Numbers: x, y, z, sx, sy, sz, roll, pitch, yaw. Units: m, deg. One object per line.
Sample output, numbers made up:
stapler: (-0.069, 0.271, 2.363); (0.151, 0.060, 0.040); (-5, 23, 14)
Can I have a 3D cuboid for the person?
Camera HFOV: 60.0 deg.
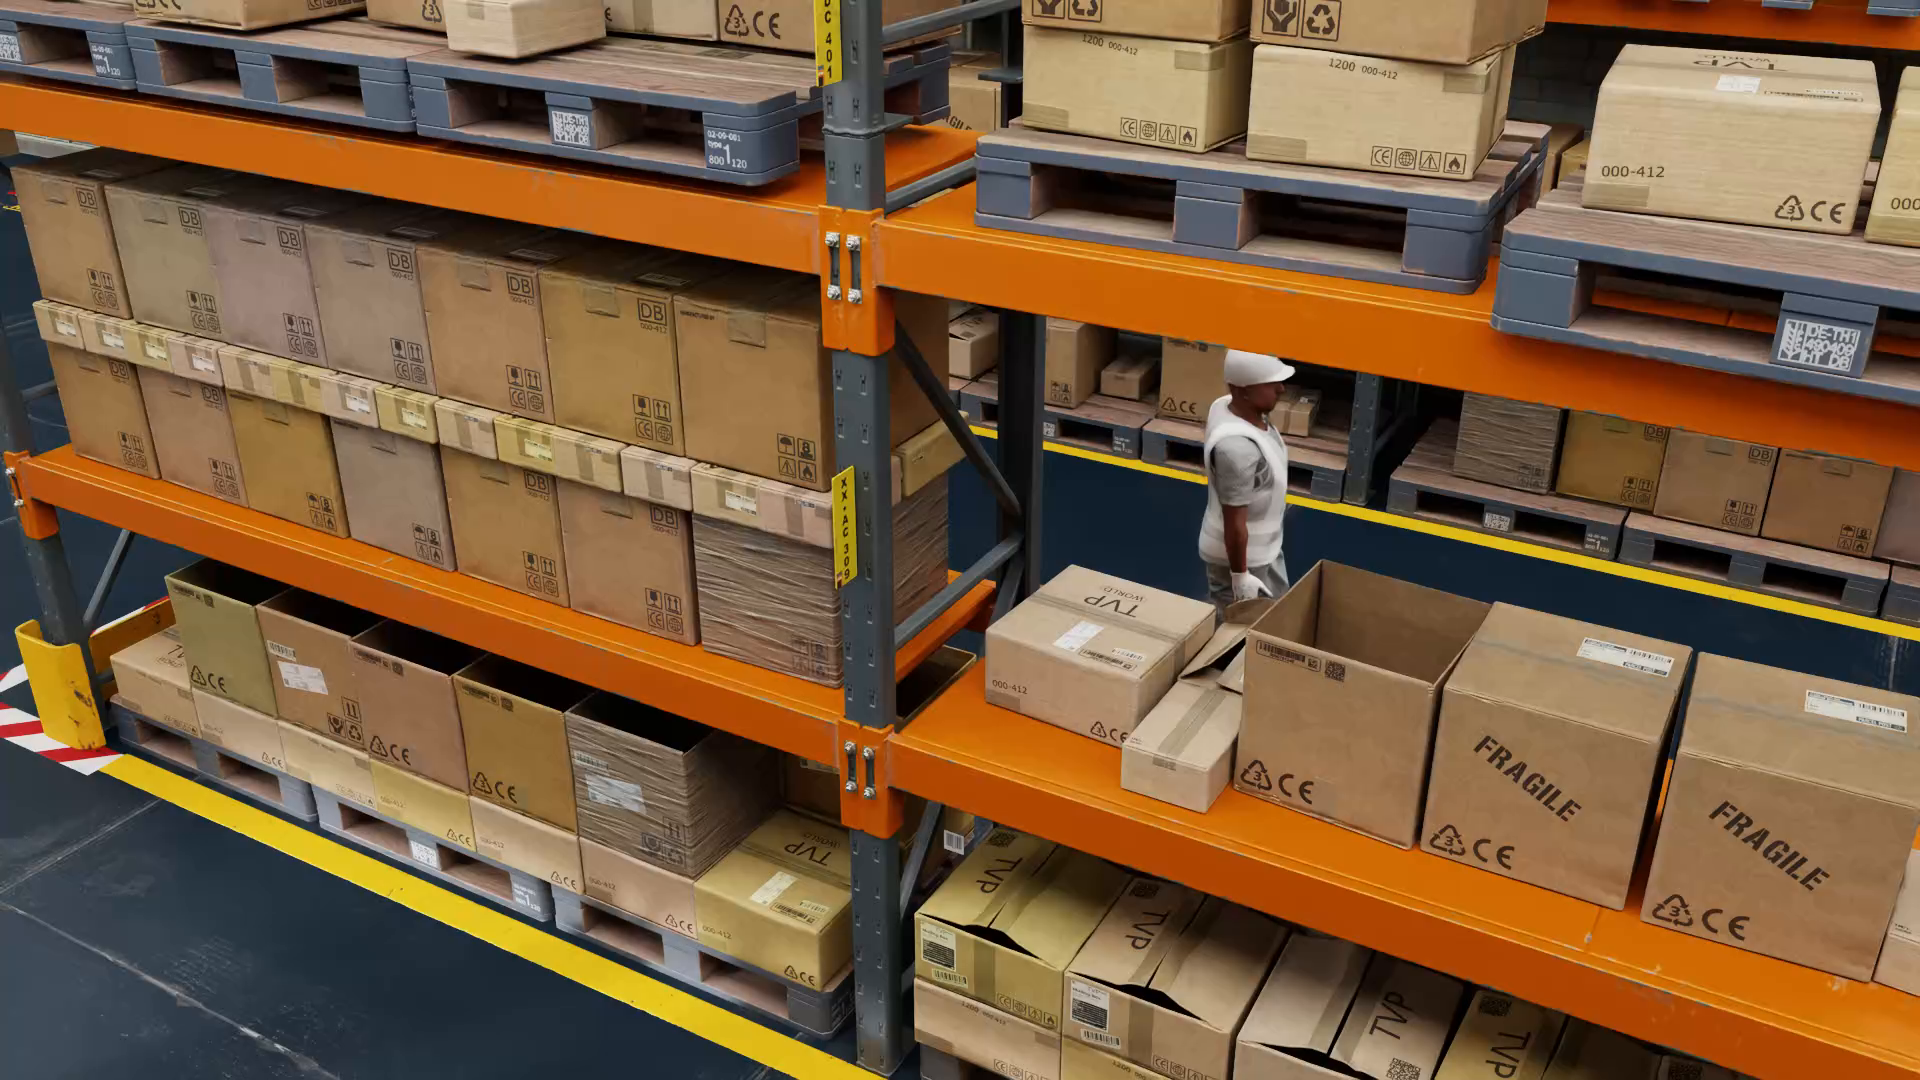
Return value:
person: (1.267, 0.052, 6.680); (0.653, 1.778, 0.578); (6, 27, 11)
